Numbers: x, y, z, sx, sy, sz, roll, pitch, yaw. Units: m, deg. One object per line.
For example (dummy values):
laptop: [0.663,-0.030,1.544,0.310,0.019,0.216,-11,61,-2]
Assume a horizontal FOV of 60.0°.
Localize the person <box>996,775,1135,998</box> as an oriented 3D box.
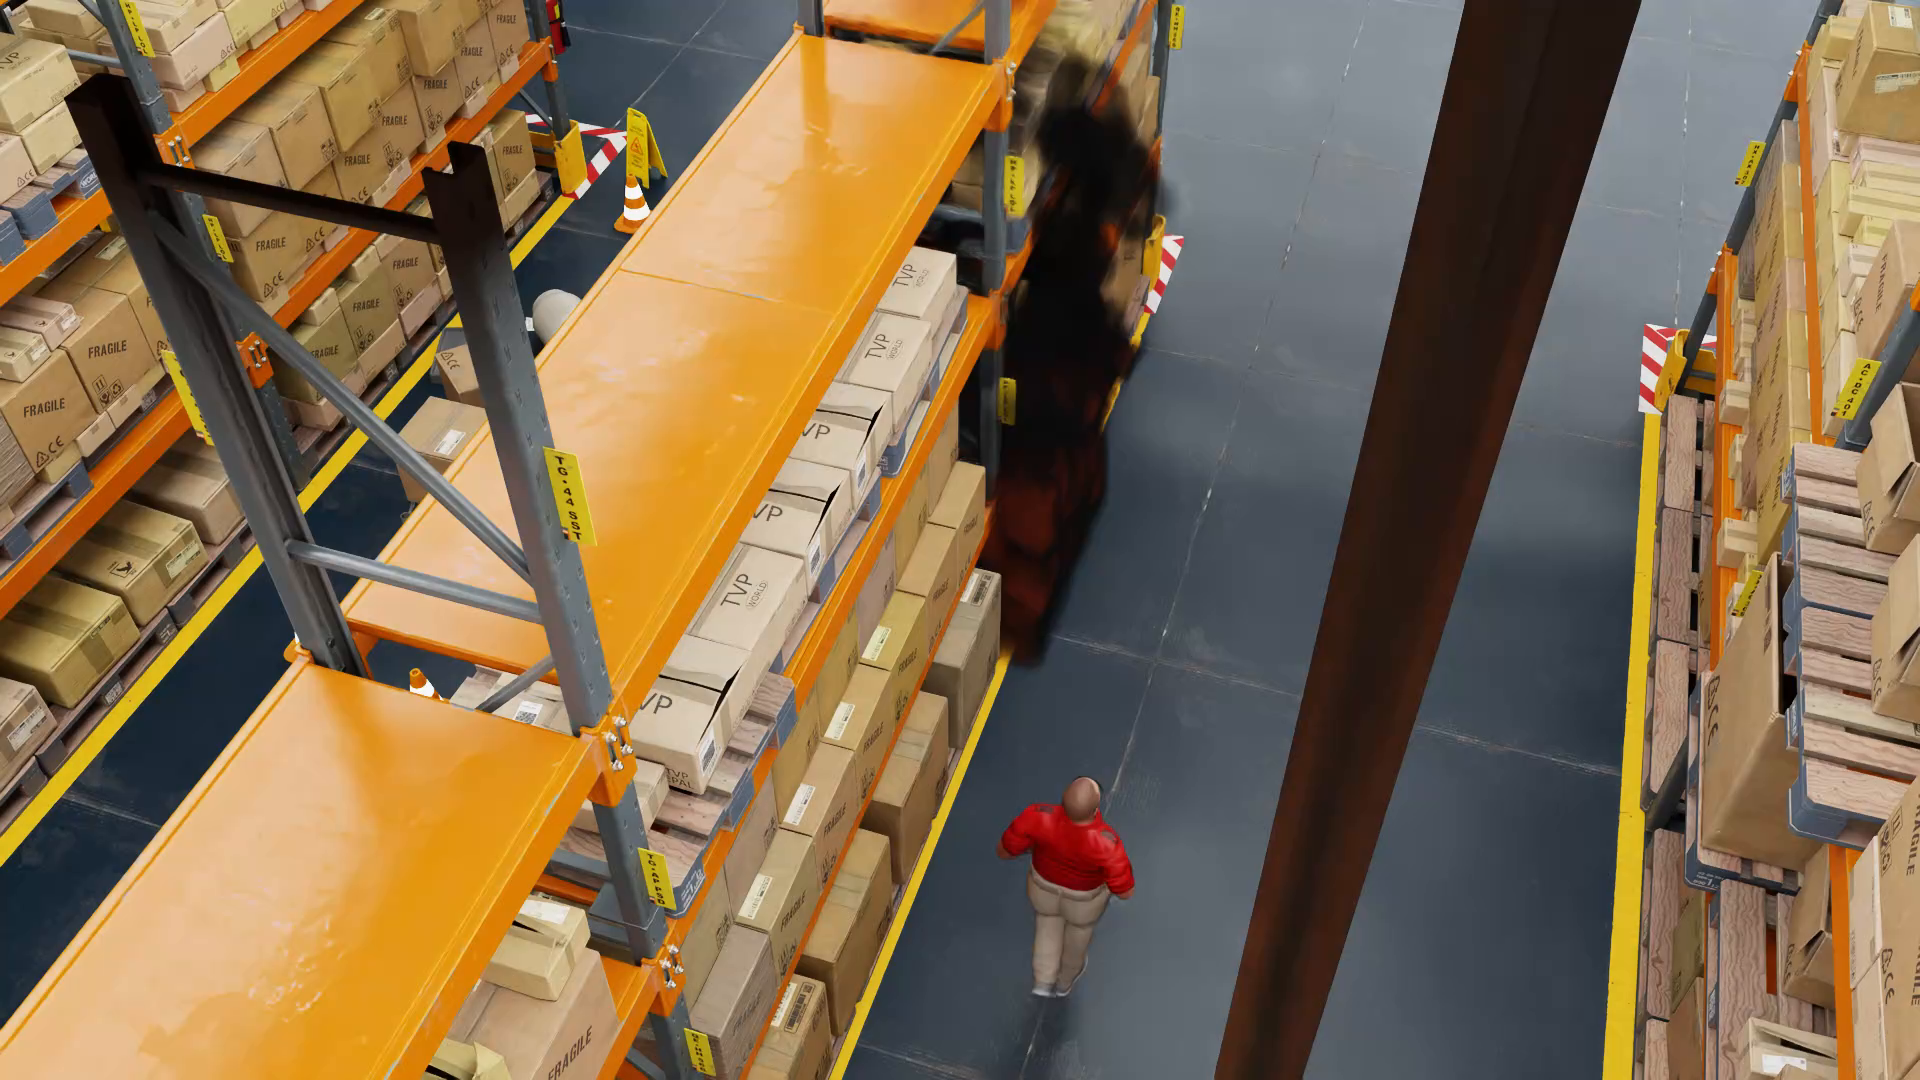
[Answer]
person: [0.512,1.673,7.932,0.661,1.710,0.510,15,48,14]
